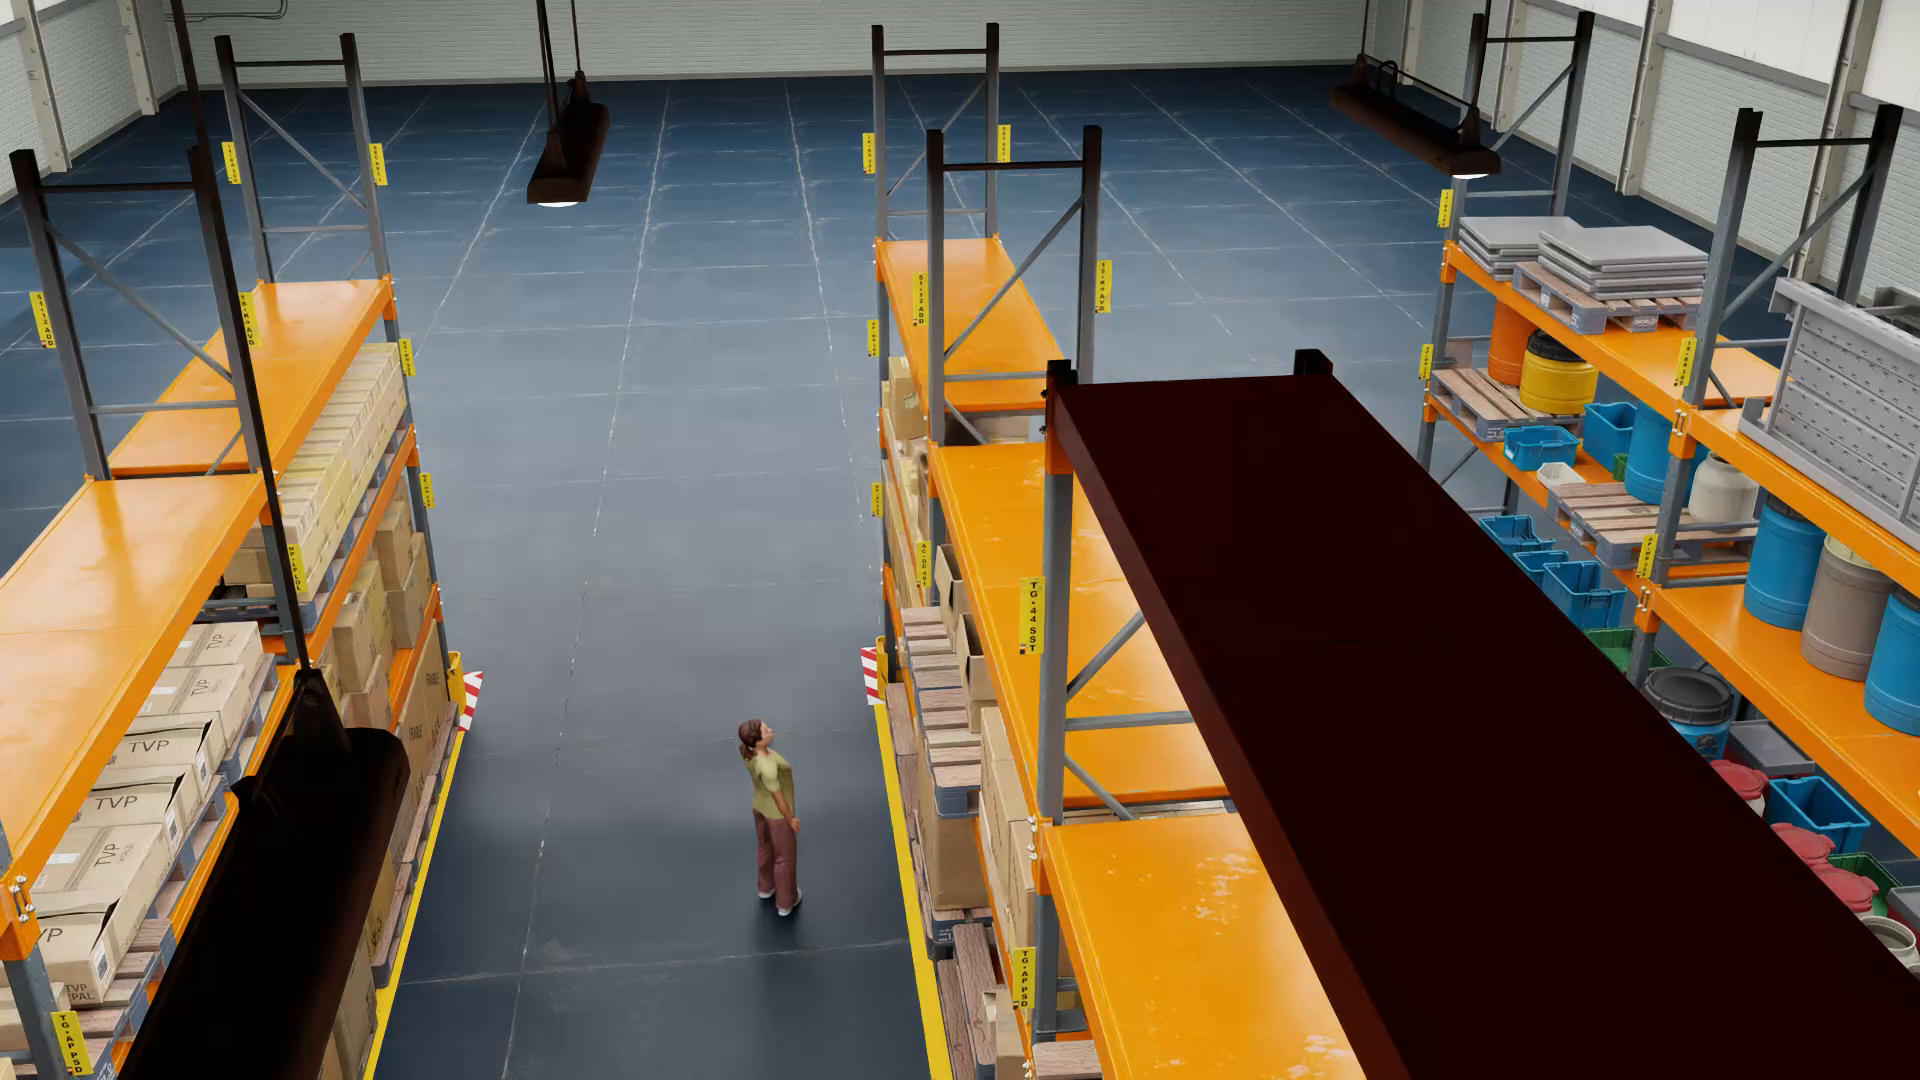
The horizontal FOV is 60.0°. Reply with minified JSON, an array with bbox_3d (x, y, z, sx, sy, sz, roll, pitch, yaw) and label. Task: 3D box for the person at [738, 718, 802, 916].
[{"bbox_3d":[-1.383,2.023,12.342,0.458,1.660,0.465,-21,33,-37],"label":"person"}]
